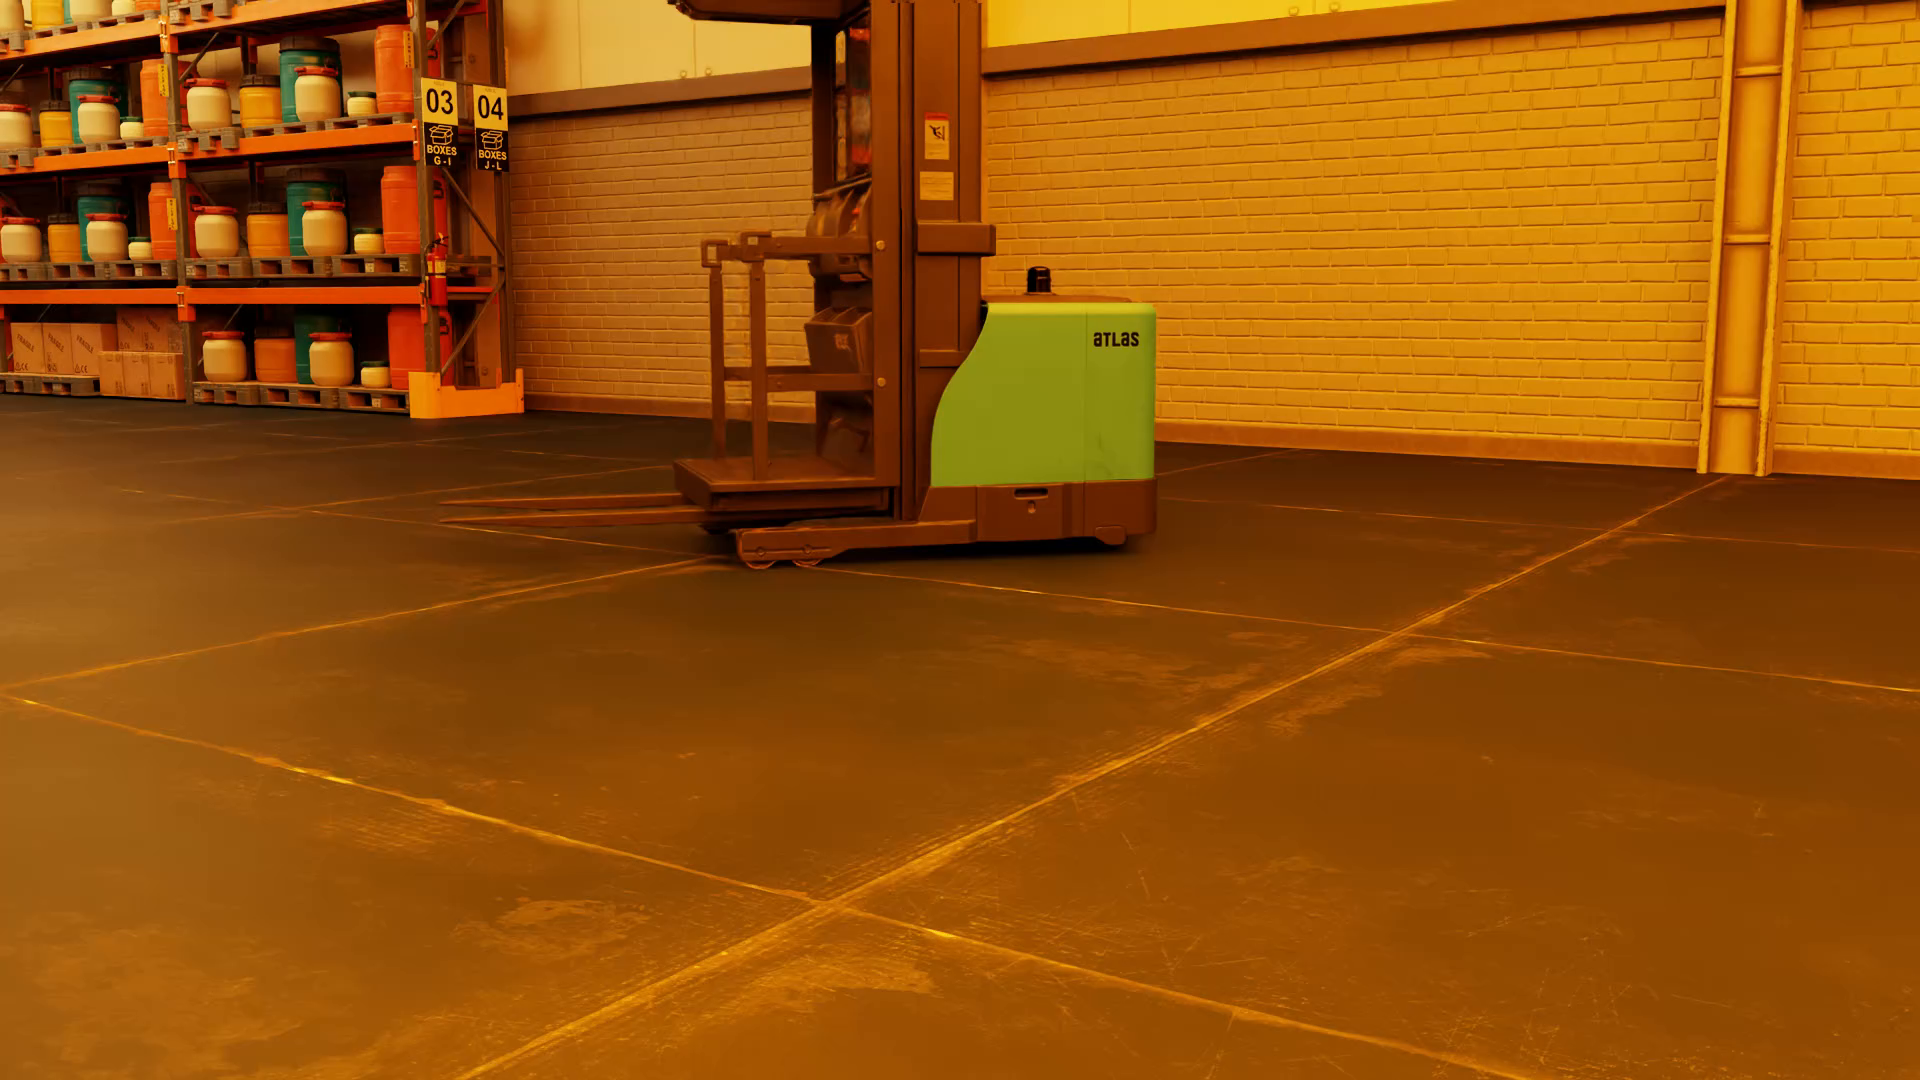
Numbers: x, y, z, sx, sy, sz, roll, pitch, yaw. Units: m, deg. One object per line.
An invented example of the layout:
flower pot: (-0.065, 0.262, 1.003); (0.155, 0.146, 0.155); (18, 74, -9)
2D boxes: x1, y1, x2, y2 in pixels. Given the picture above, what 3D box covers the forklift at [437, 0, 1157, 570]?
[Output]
forklift: (-0.708, -1.414, 7.135); (3.031, 2.935, 1.130); (-3, 8, -18)
